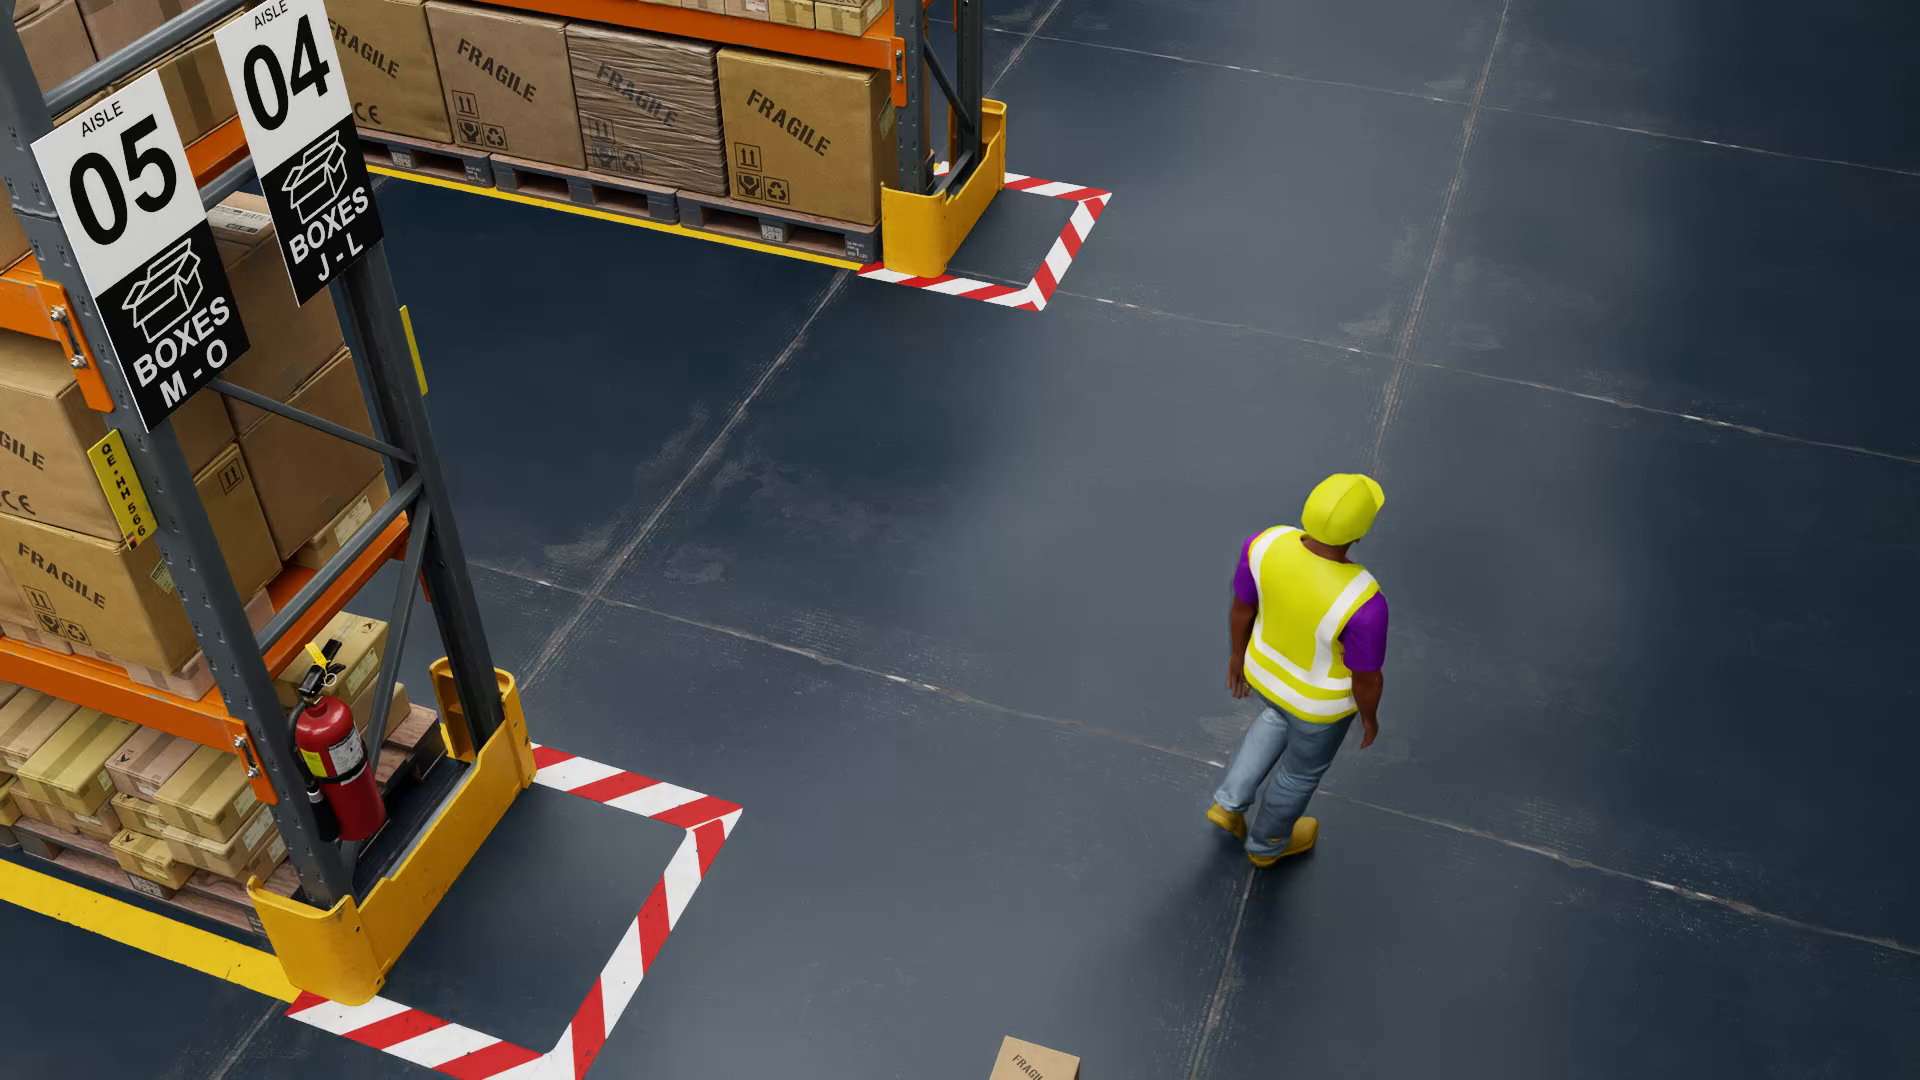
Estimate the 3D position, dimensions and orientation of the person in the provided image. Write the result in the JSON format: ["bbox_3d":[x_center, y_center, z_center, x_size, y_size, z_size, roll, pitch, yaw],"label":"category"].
[{"bbox_3d":[1.153,0.471,5.568,0.474,1.762,0.563,-28,48,-28],"label":"person"}]
